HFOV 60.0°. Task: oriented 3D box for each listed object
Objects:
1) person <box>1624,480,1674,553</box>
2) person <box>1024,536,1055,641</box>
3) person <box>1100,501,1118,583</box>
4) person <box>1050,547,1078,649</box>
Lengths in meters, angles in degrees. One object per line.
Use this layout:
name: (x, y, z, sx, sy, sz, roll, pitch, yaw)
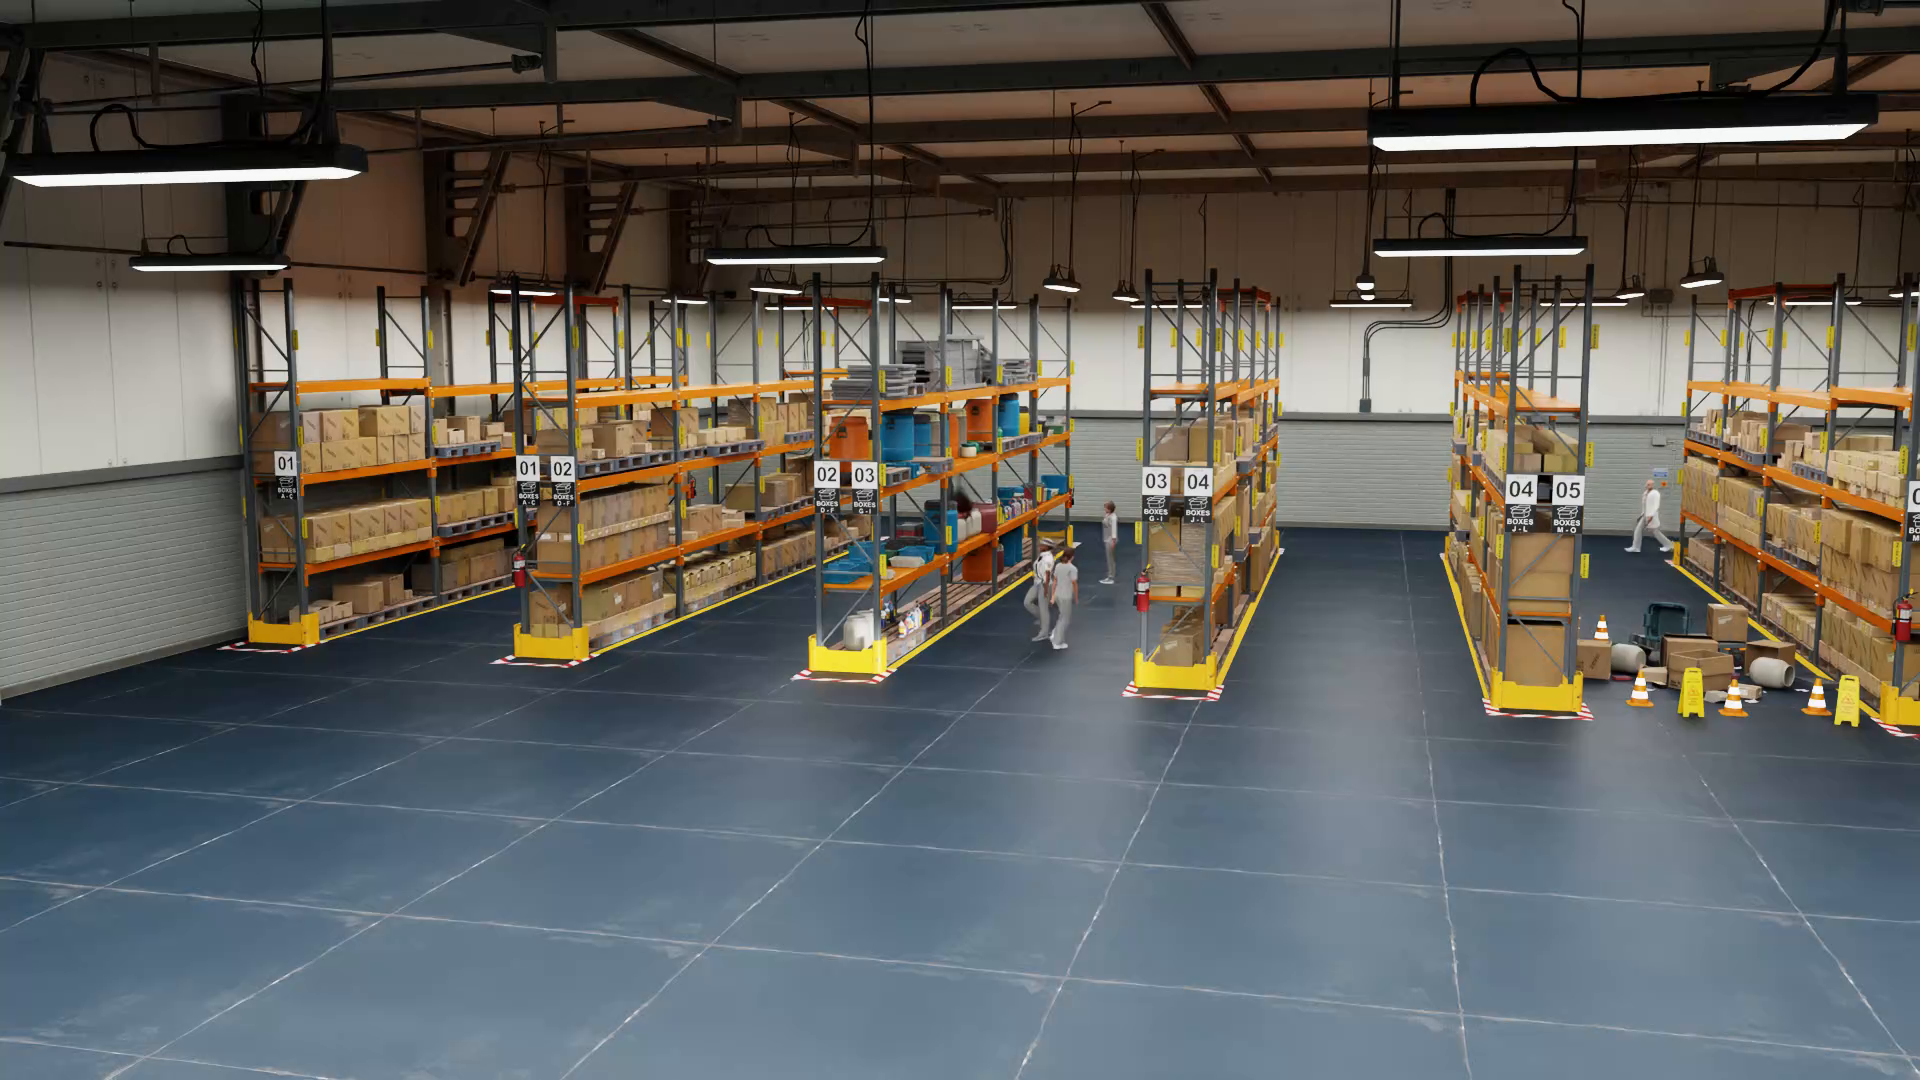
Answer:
person: (16.267, -0.557, 39.178, 1.096, 1.736, 0.623, 0, 7, -3)
person: (1.328, 0.794, 27.622, 0.519, 1.704, 0.539, -1, 7, -9)
person: (2.897, 0.053, 32.321, 0.322, 1.628, 0.485, 0, 7, 3)
person: (1.705, 0.943, 26.879, 0.429, 1.675, 0.500, -3, 8, -26)
